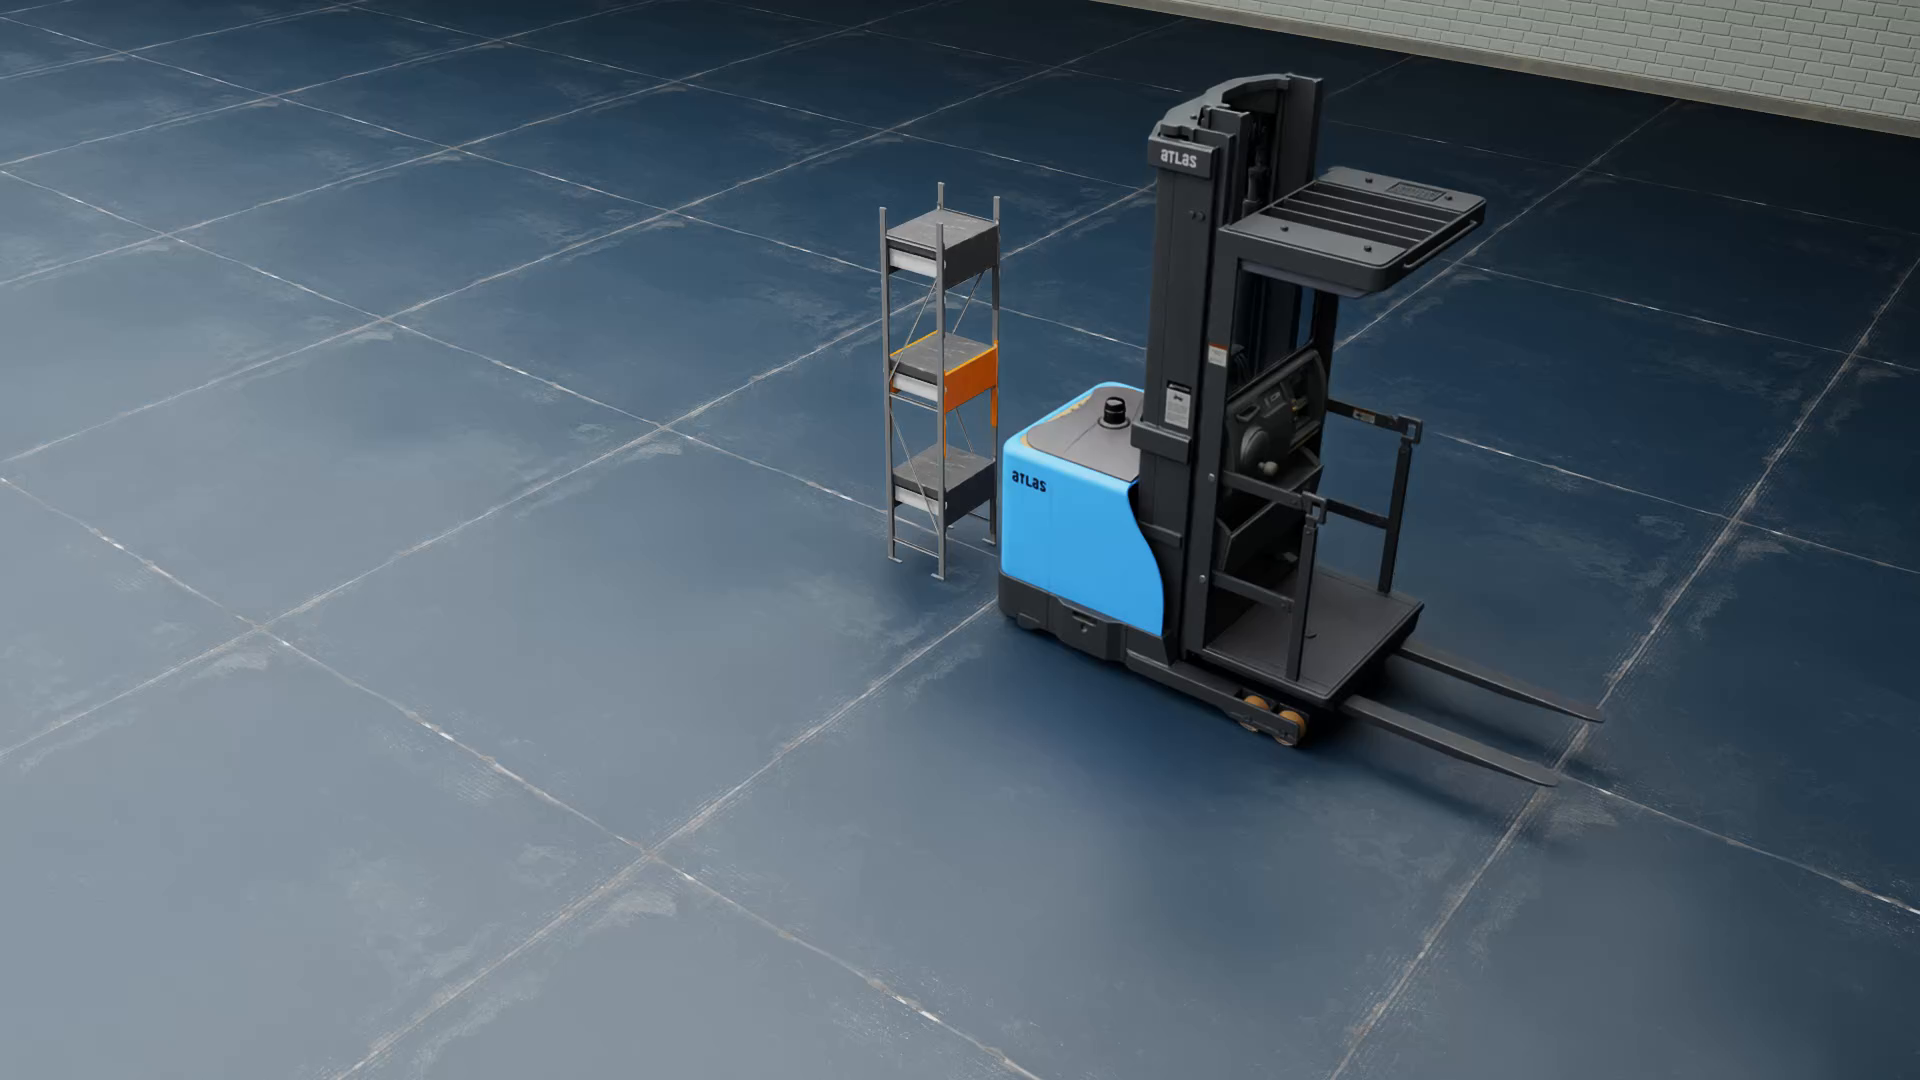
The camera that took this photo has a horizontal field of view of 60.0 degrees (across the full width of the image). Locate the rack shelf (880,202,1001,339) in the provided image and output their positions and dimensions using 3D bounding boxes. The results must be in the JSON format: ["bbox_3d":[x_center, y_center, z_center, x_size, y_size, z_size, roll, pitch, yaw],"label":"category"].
[{"bbox_3d":[-0.100,-1.426,8.751,0.431,0.518,0.480,21,37,31],"label":"rack shelf"}]

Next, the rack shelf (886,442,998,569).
[{"bbox_3d":[-0.100,-0.222,9.465,0.431,0.518,0.480,21,37,31],"label":"rack shelf"}]

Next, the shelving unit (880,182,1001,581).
[{"bbox_3d":[-0.100,-0.836,9.101,0.431,2.100,0.503,21,37,31],"label":"shelving unit"}]

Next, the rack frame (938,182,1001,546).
[{"bbox_3d":[0.047,-0.935,9.269,0.400,2.100,0.015,21,37,31],"label":"rack frame"}]

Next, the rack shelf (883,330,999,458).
[{"bbox_3d":[-0.100,-0.824,9.108,0.431,0.518,0.480,21,37,31],"label":"rack shelf"}]

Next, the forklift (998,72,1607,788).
[{"bbox_3d":[1.678,-0.571,7.839,3.031,2.935,1.130,22,37,32],"label":"forklift"}]

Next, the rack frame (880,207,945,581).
[{"bbox_3d":[-0.247,-0.737,8.934,0.400,2.100,0.015,21,37,31],"label":"rack frame"}]
